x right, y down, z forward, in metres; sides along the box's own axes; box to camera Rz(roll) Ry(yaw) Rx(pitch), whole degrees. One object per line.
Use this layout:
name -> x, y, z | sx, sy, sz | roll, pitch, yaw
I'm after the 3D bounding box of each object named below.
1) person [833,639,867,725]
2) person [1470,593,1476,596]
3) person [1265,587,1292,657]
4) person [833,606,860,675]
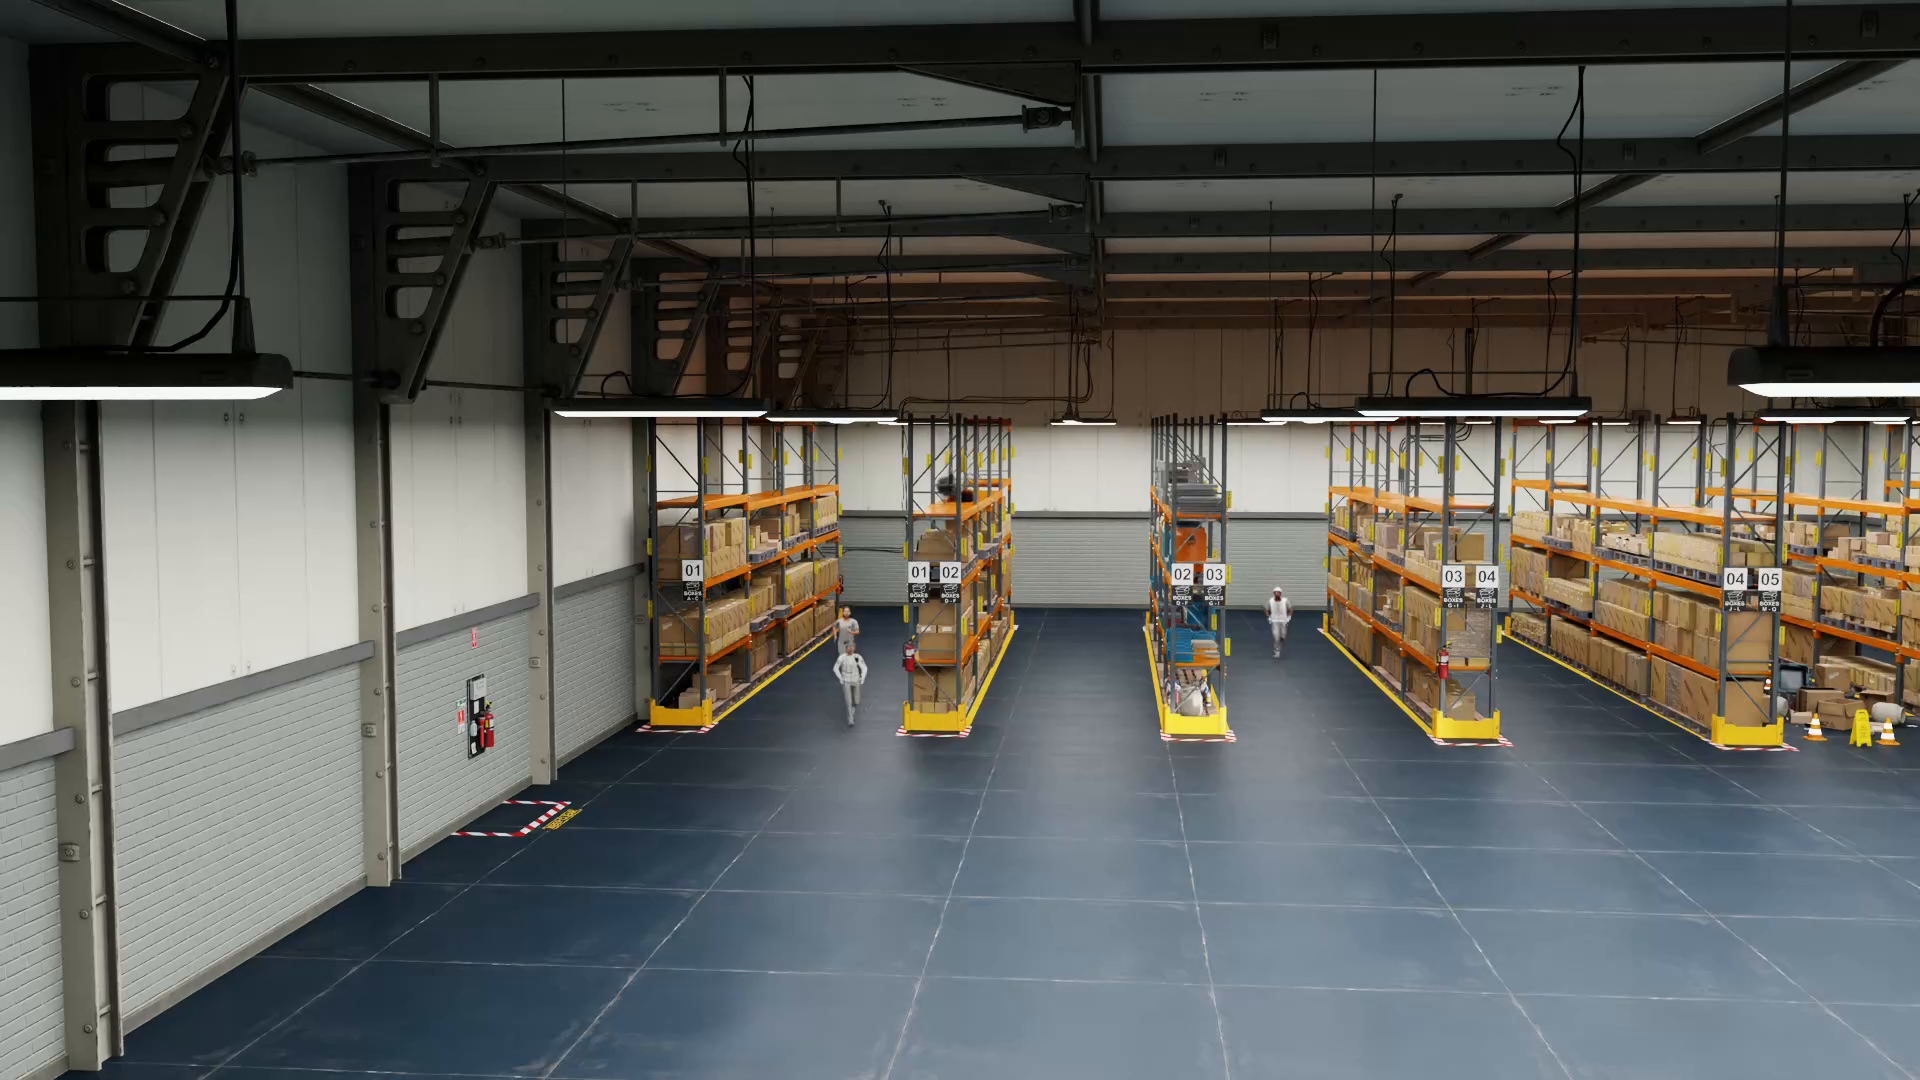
person -> -2.128, 2.727, 32.182 | 0.661, 1.642, 0.654 | -1, 4, -13
person -> 13.968, 1.818, 45.066 | 0.741, 1.755, 0.684 | 1, 4, 16
person -> 7.977, 2.056, 41.665 | 0.677, 1.746, 0.561 | 1, 4, 9
person -> -2.409, 2.240, 35.242 | 0.558, 1.683, 0.901 | 0, 4, -4
